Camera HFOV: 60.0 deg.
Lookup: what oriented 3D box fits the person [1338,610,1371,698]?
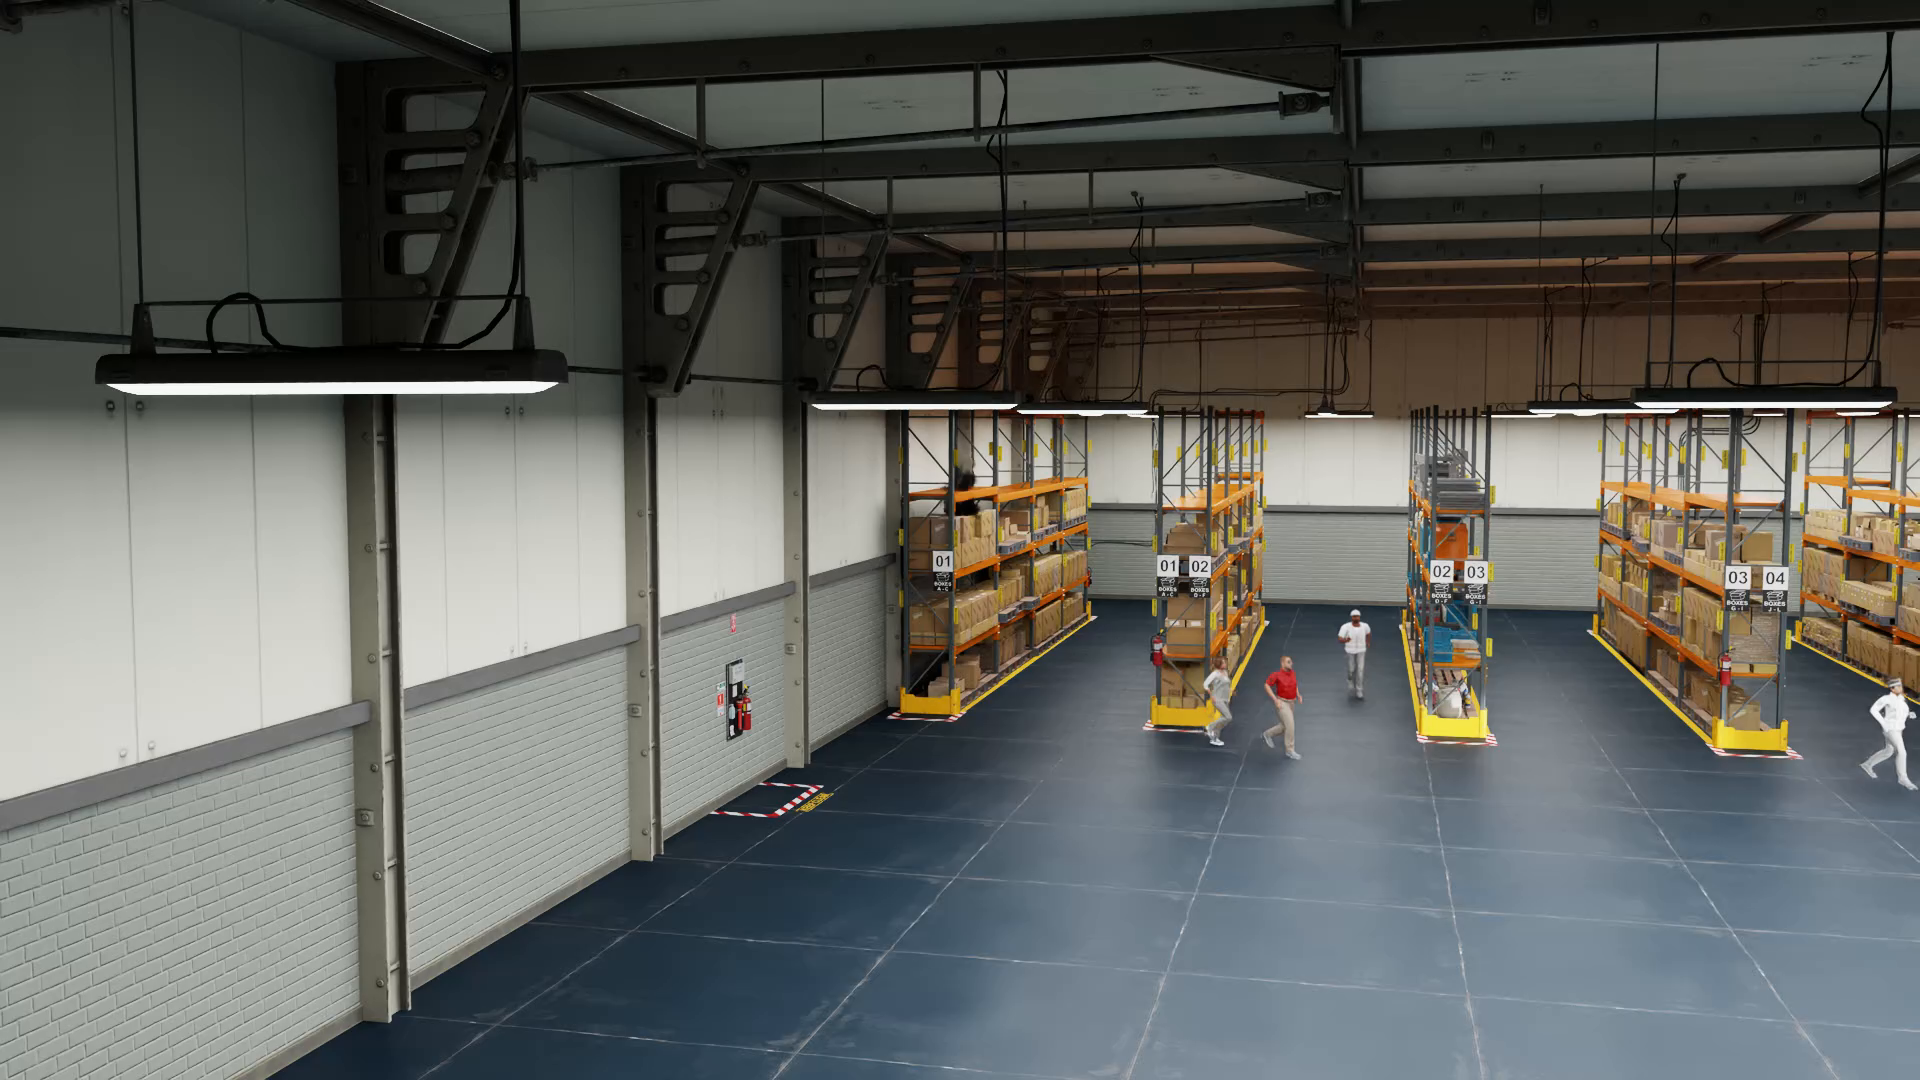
[{"bbox_3d":[8.220,2.332,34.589,0.695,1.770,0.962,0,4,6],"label":"person"}]

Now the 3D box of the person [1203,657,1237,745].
[{"bbox_3d":[4.620,2.843,29.262,0.530,1.556,0.524,4,5,41],"label":"person"}]

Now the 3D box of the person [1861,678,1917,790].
[{"bbox_3d":[14.659,3.001,26.145,0.597,1.720,0.844,-3,5,-36],"label":"person"}]

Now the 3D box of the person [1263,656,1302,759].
[{"bbox_3d":[5.521,2.840,28.490,0.675,1.728,0.868,-4,6,-44],"label":"person"}]
